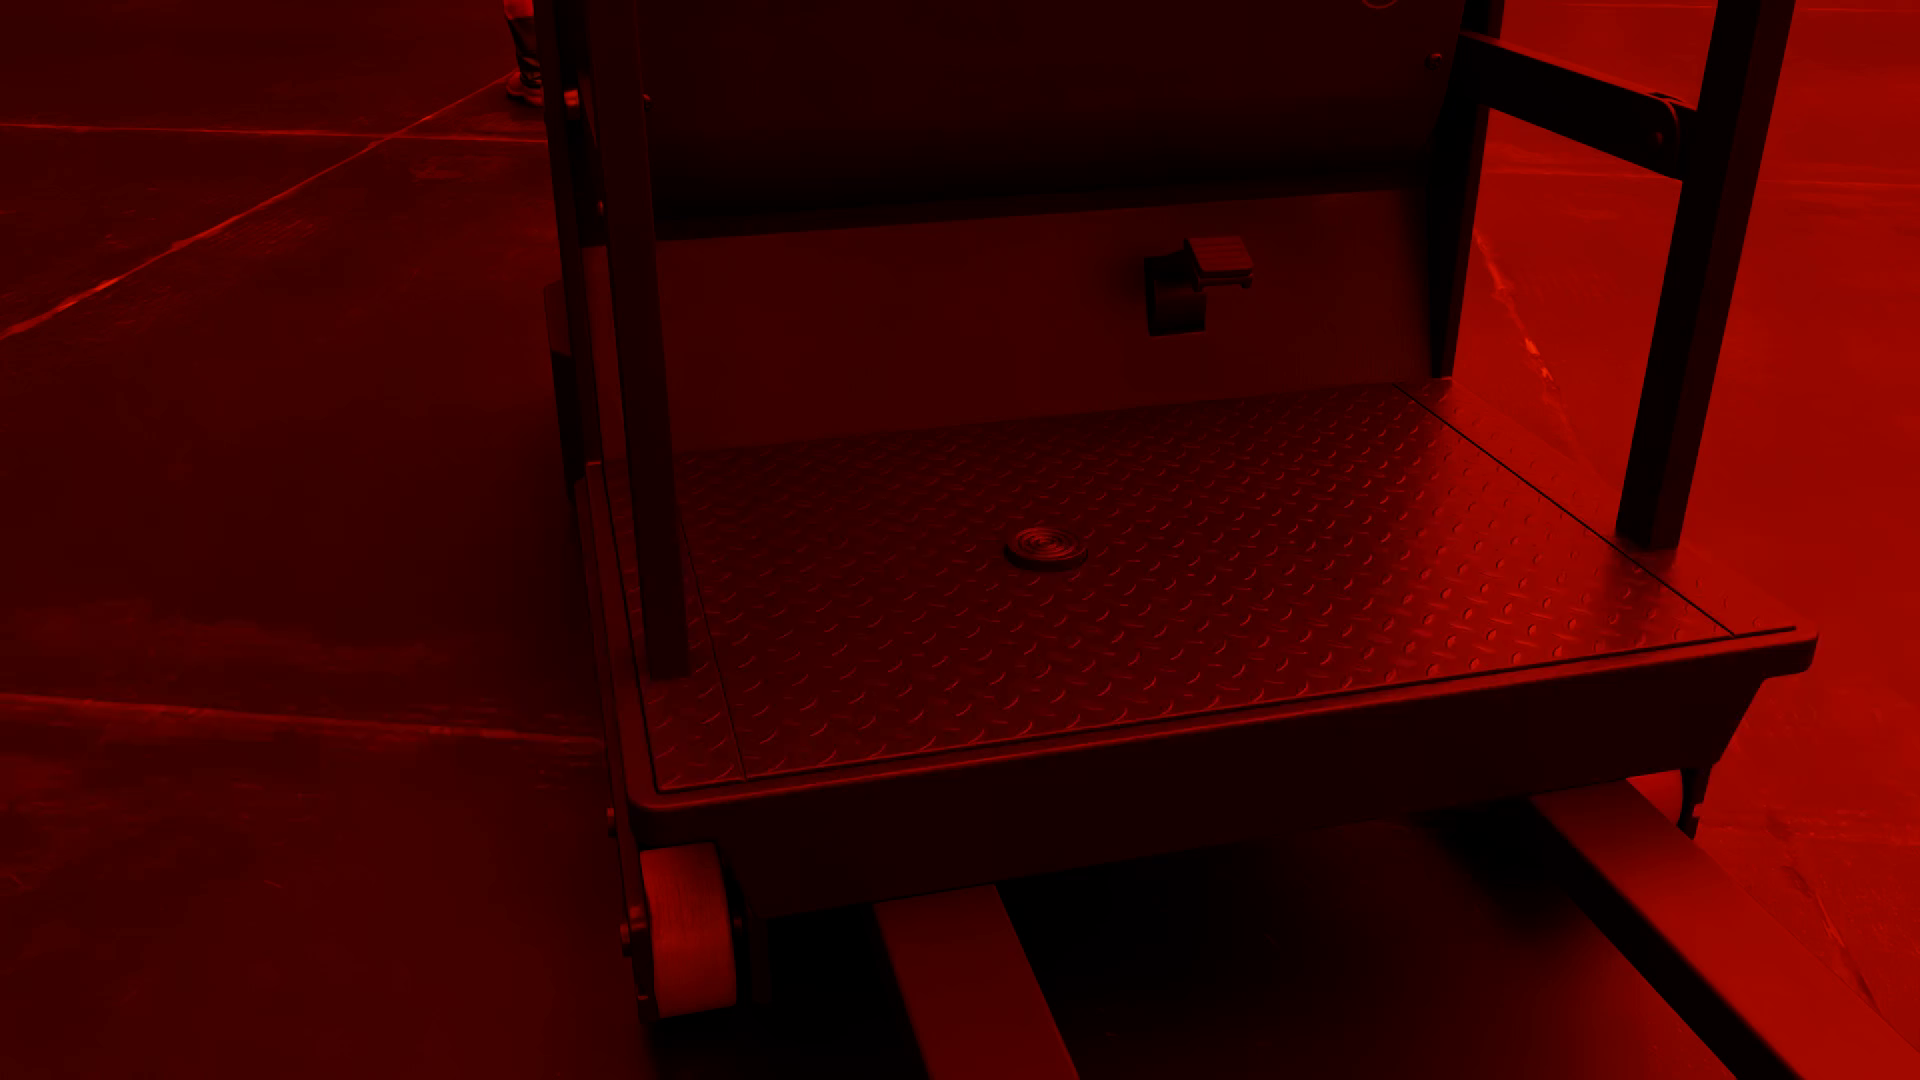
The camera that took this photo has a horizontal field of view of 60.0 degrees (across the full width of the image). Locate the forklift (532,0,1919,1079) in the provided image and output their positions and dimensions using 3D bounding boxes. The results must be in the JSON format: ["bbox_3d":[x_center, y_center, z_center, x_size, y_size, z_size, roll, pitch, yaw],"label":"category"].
[{"bbox_3d":[0.153,-1.049,1.319,1.130,2.935,3.031,-7,27,-13],"label":"forklift"}]

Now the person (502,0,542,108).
[{"bbox_3d":[-1.252,-2.219,4.961,0.608,1.777,0.454,-10,28,-20],"label":"person"}]
